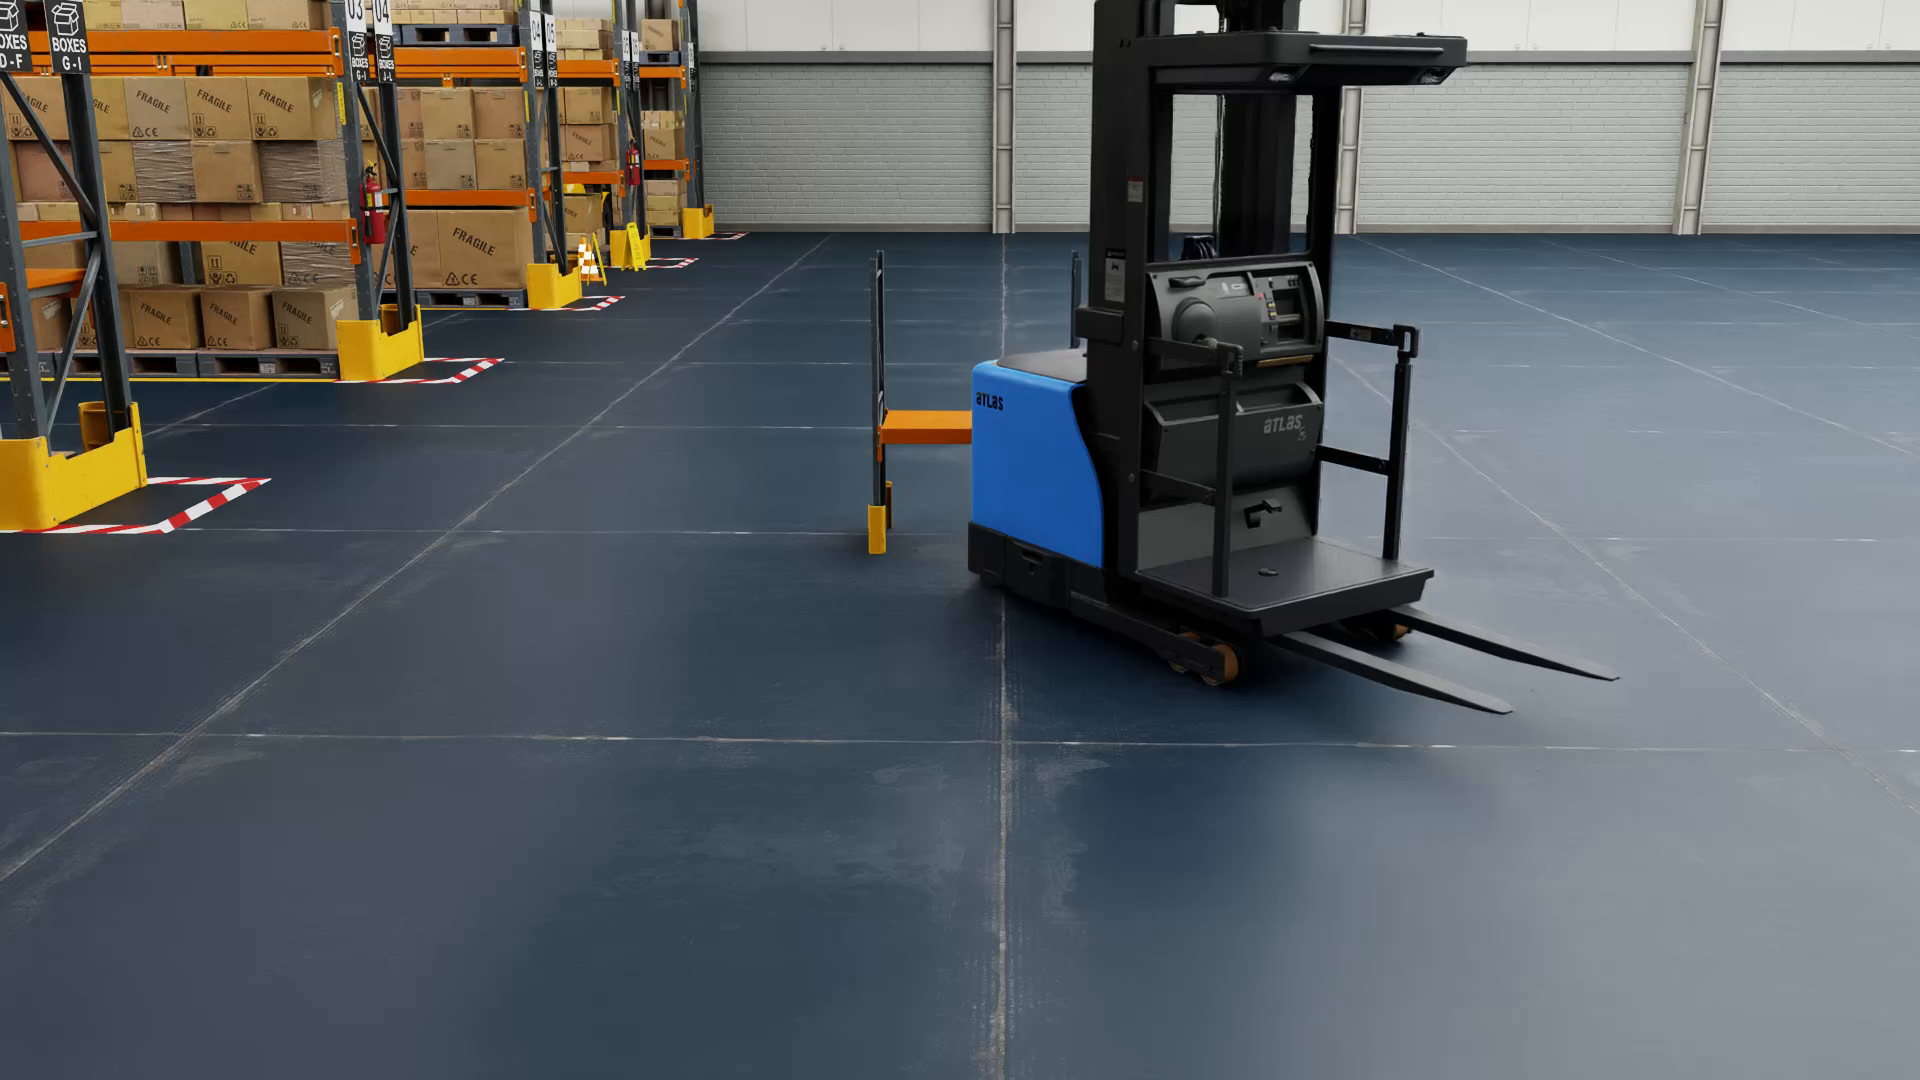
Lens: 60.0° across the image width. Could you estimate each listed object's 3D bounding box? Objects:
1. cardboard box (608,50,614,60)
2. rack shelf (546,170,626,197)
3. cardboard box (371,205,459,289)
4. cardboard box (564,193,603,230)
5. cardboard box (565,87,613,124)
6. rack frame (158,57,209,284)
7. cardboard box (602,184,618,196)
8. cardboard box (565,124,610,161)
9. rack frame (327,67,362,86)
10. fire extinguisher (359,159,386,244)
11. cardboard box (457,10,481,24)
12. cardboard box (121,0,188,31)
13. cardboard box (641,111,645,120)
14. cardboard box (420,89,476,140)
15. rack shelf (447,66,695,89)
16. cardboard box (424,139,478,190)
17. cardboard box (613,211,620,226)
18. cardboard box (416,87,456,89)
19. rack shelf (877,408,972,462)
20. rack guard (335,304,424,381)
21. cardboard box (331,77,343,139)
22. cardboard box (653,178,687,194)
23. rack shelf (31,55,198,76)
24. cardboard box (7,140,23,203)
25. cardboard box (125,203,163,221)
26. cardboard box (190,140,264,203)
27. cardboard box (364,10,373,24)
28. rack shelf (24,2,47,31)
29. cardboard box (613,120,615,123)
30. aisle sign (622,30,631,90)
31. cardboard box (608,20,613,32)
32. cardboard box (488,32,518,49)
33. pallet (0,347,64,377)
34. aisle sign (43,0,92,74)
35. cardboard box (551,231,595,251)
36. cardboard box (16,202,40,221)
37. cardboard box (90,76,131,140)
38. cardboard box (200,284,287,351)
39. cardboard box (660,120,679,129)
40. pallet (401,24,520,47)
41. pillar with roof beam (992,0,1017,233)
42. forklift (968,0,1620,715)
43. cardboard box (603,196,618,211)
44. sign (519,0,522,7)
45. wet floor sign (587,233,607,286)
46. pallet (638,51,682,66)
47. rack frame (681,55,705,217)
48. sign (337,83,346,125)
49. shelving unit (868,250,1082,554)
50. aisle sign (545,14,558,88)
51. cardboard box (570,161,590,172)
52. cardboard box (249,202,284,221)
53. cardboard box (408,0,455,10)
[{"bbox_3d":[-4.994,-6.868,23.603,0.250,0.149,0.380,0,15,1],"label":"cardboard box"},{"bbox_3d":[-6.670,-5.119,23.773,4.000,0.370,1.077,0,15,1],"label":"rack shelf"},{"bbox_3d":[-6.255,-3.359,19.035,0.875,0.875,0.875,0,15,1],"label":"cardboard box"},{"bbox_3d":[-5.494,-4.766,24.121,0.500,0.500,0.500,0,15,0],"label":"cardboard box"},{"bbox_3d":[-5.187,-6.077,23.255,0.500,0.500,0.700,0,15,0],"label":"cardboard box"},{"bbox_3d":[-8.695,-4.217,18.944,0.127,3.000,1.000,0,15,1],"label":"rack frame"},{"bbox_3d":[-6.031,-6.003,28.319,0.500,0.250,0.500,1,15,2],"label":"cardboard box"},{"bbox_3d":[-5.220,-5.579,23.328,0.500,0.500,0.500,0,15,0],"label":"cardboard box"},{"bbox_3d":[-8.669,-5.480,23.731,0.127,3.000,1.000,0,15,1],"label":"rack frame"},{"bbox_3d":[-4.821,-2.771,13.615,0.183,0.674,0.296,0,15,1],"label":"fire extinguisher"},{"bbox_3d":[-5.289,-5.689,18.115,0.250,0.149,0.380,0,15,2],"label":"cardboard box"},{"bbox_3d":[-6.423,-4.251,13.486,0.500,0.250,0.500,1,15,3],"label":"cardboard box"},{"bbox_3d":[-5.421,-7.163,28.058,0.250,0.149,0.380,1,15,3],"label":"cardboard box"},{"bbox_3d":[-5.618,-4.778,18.659,0.550,0.550,0.875,0,15,1],"label":"cardboard box"},{"bbox_3d":[-6.547,-7.835,28.188,4.000,0.370,1.077,0,15,1],"label":"rack shelf"},{"bbox_3d":[-5.618,-4.252,18.783,0.550,0.550,0.875,0,15,1],"label":"cardboard box"},{"bbox_3d":[-6.022,-5.527,28.476,0.500,0.250,0.500,1,15,2],"label":"cardboard box"},{"bbox_3d":[-7.224,-6.078,23.260,0.500,0.500,0.700,0,15,0],"label":"cardboard box"},{"bbox_3d":[0.085,-0.551,8.692,1.000,0.185,0.538,0,15,1],"label":"rack shelf"},{"bbox_3d":[-5.000,-1.719,14.374,0.348,0.500,1.175,0,15,1],"label":"rack guard"},{"bbox_3d":[-5.467,-3.675,14.152,0.500,0.500,0.500,0,15,1],"label":"cardboard box"},{"bbox_3d":[-5.023,-6.128,28.794,0.500,0.250,0.500,0,15,1],"label":"cardboard box"},{"bbox_3d":[-10.694,-5.333,18.702,4.000,0.370,1.077,0,15,1],"label":"rack shelf"},{"bbox_3d":[-7.975,-3.114,13.984,0.500,0.500,0.875,0,15,1],"label":"cardboard box"},{"bbox_3d":[-6.716,-2.737,13.828,0.250,0.149,0.380,0,15,1],"label":"cardboard box"},{"bbox_3d":[-5.976,-3.102,13.939,0.500,0.500,0.875,0,15,1],"label":"cardboard box"},{"bbox_3d":[-6.307,-5.695,18.140,0.250,0.149,0.380,0,15,2],"label":"cardboard box"},{"bbox_3d":[-7.050,-2.779,9.024,4.000,0.370,1.077,0,15,1],"label":"rack shelf"},{"bbox_3d":[-5.931,-7.018,28.093,0.250,0.149,0.380,0,15,0],"label":"cardboard box"},{"bbox_3d":[-4.616,-6.637,23.018,0.004,0.787,0.394,0,15,1],"label":"aisle sign"},{"bbox_3d":[-5.021,-7.223,23.386,0.250,0.149,0.380,0,15,1],"label":"cardboard box"},{"bbox_3d":[-6.211,-6.916,23.004,0.500,0.250,0.500,1,15,3],"label":"cardboard box"},{"bbox_3d":[-8.250,-1.609,14.525,1.213,0.211,1.003,0,15,1],"label":"pallet"},{"bbox_3d":[-4.971,-2.995,9.215,0.004,0.787,0.394,0,15,1],"label":"aisle sign"},{"bbox_3d":[-5.510,-4.264,23.690,0.500,0.250,0.500,0,15,1],"label":"cardboard box"},{"bbox_3d":[-7.716,-2.742,13.847,0.250,0.149,0.380,0,15,1],"label":"cardboard box"},{"bbox_3d":[-6.979,-3.554,13.691,0.500,0.500,0.500,0,15,1],"label":"cardboard box"},{"bbox_3d":[-6.146,-1.925,14.331,0.500,0.500,0.500,4,15,16],"label":"cardboard box"},{"bbox_3d":[-4.901,-7.013,28.072,0.250,0.149,0.380,1,15,2],"label":"cardboard box"},{"bbox_3d":[-5.438,-5.601,18.482,1.213,0.211,1.003,0,15,1],"label":"pallet"},{"bbox_3d":[0.668,-8.718,24.244,0.400,9.000,9.100,0,15,1],"label":"pillar with roof beam"},{"bbox_3d":[1.285,-0.973,6.782,1.130,2.935,3.031,-10,18,-33],"label":"forklift"},{"bbox_3d":[-6.060,-5.763,28.388,0.500,0.250,0.500,0,15,0],"label":"cardboard box"},{"bbox_3d":[-4.724,-5.893,17.835,0.005,0.325,0.100,0,15,1],"label":"sign"},{"bbox_3d":[-4.616,-3.557,21.058,0.232,0.644,0.267,-2,15,-8],"label":"wet floor sign"},{"bbox_3d":[-5.254,-8.139,28.101,1.213,0.211,1.003,0,15,1],"label":"pallet"},{"bbox_3d":[-4.548,-6.720,28.430,0.127,3.000,1.000,0,15,1],"label":"rack frame"},{"bbox_3d":[-4.958,-3.498,13.329,0.005,0.325,0.100,0,15,1],"label":"sign"},{"bbox_3d":[0.076,-0.725,8.647,1.083,1.500,0.587,0,15,1],"label":"shelving unit"},{"bbox_3d":[-4.617,-5.524,18.801,0.004,0.787,0.394,0,15,1],"label":"aisle sign"},{"bbox_3d":[-5.306,-5.254,23.365,0.250,0.149,0.380,0,15,1],"label":"cardboard box"},{"bbox_3d":[-5.715,-2.745,13.856,0.250,0.149,0.380,0,15,1],"label":"cardboard box"},{"bbox_3d":[-5.692,-5.899,18.132,0.500,0.250,0.500,0,15,2],"label":"cardboard box"}]
